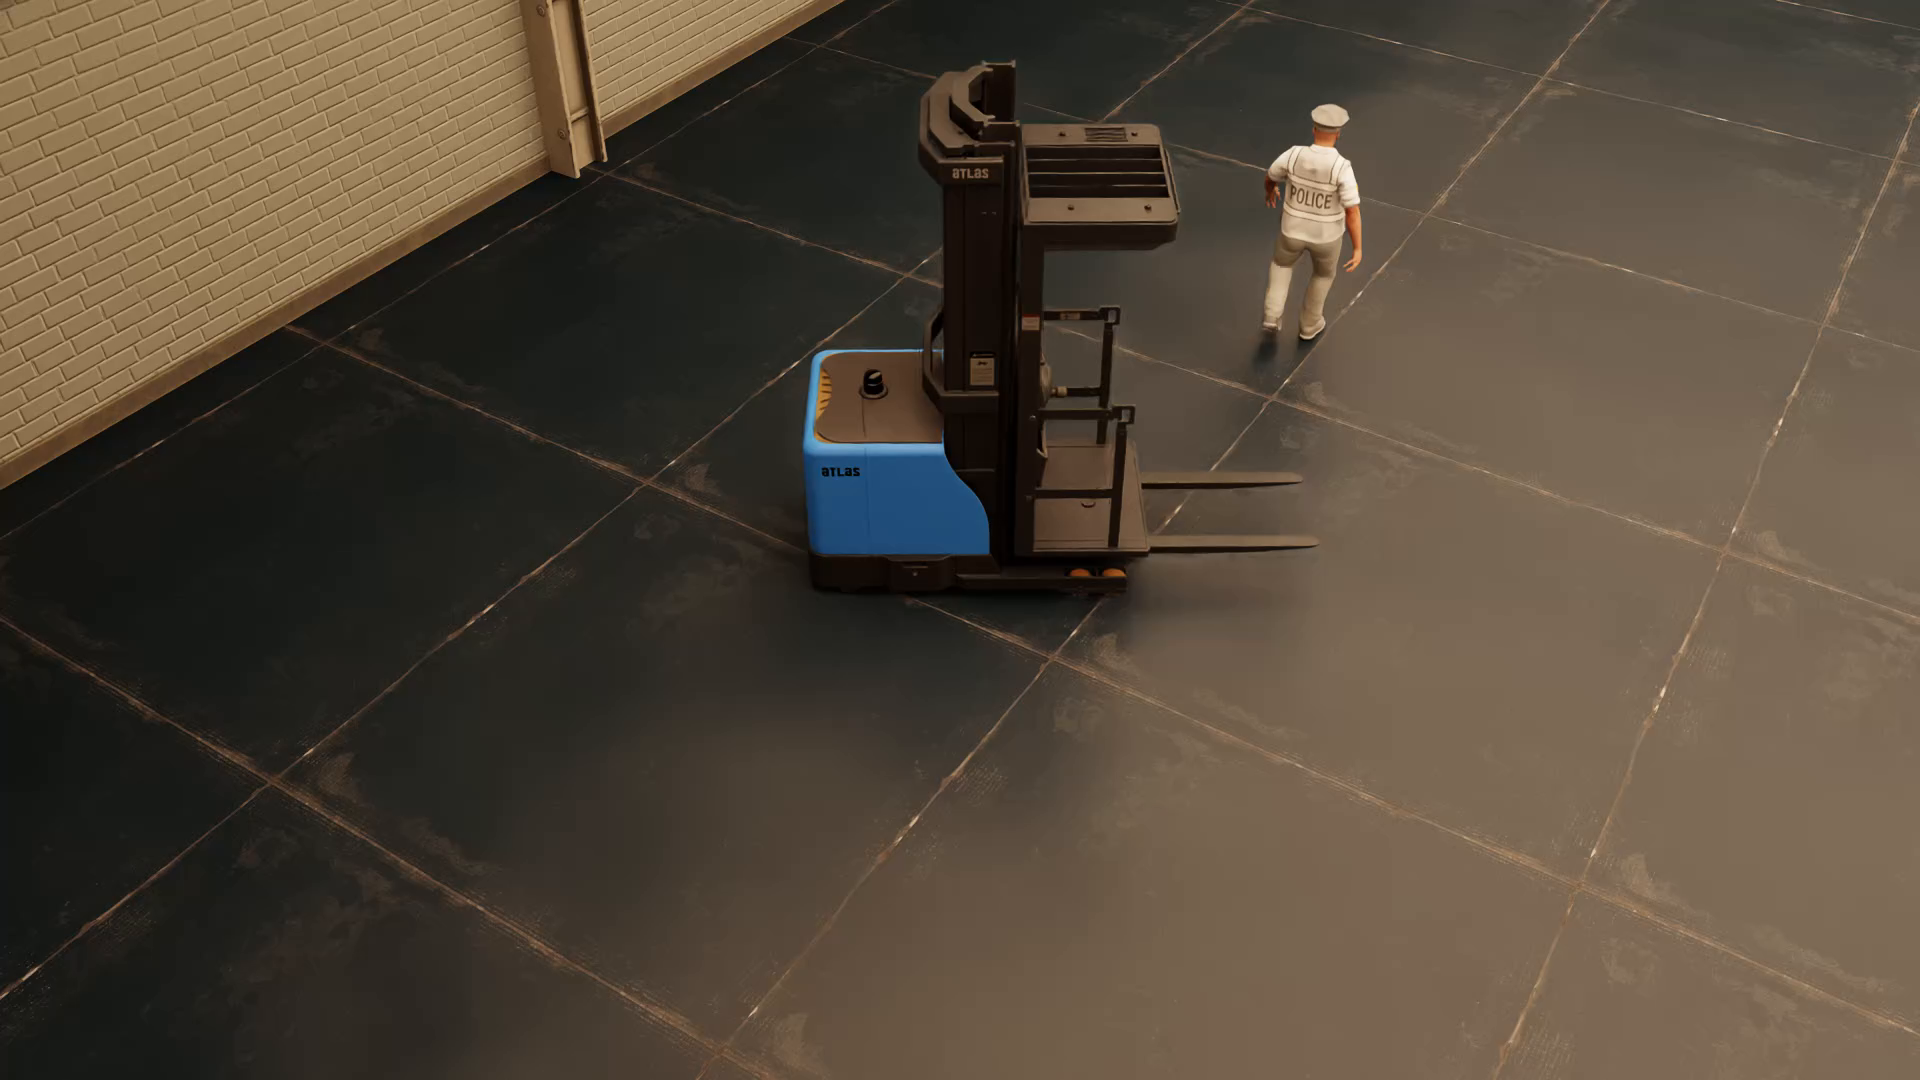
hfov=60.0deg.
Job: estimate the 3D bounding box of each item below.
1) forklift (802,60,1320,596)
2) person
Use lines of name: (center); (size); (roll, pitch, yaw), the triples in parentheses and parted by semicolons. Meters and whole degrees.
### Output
forklift: (0.619, -1.131, 9.302); (3.031, 2.935, 1.130); (0, 40, 0)
person: (2.408, -2.131, 11.415); (0.792, 1.730, 0.576); (17, 43, 19)
